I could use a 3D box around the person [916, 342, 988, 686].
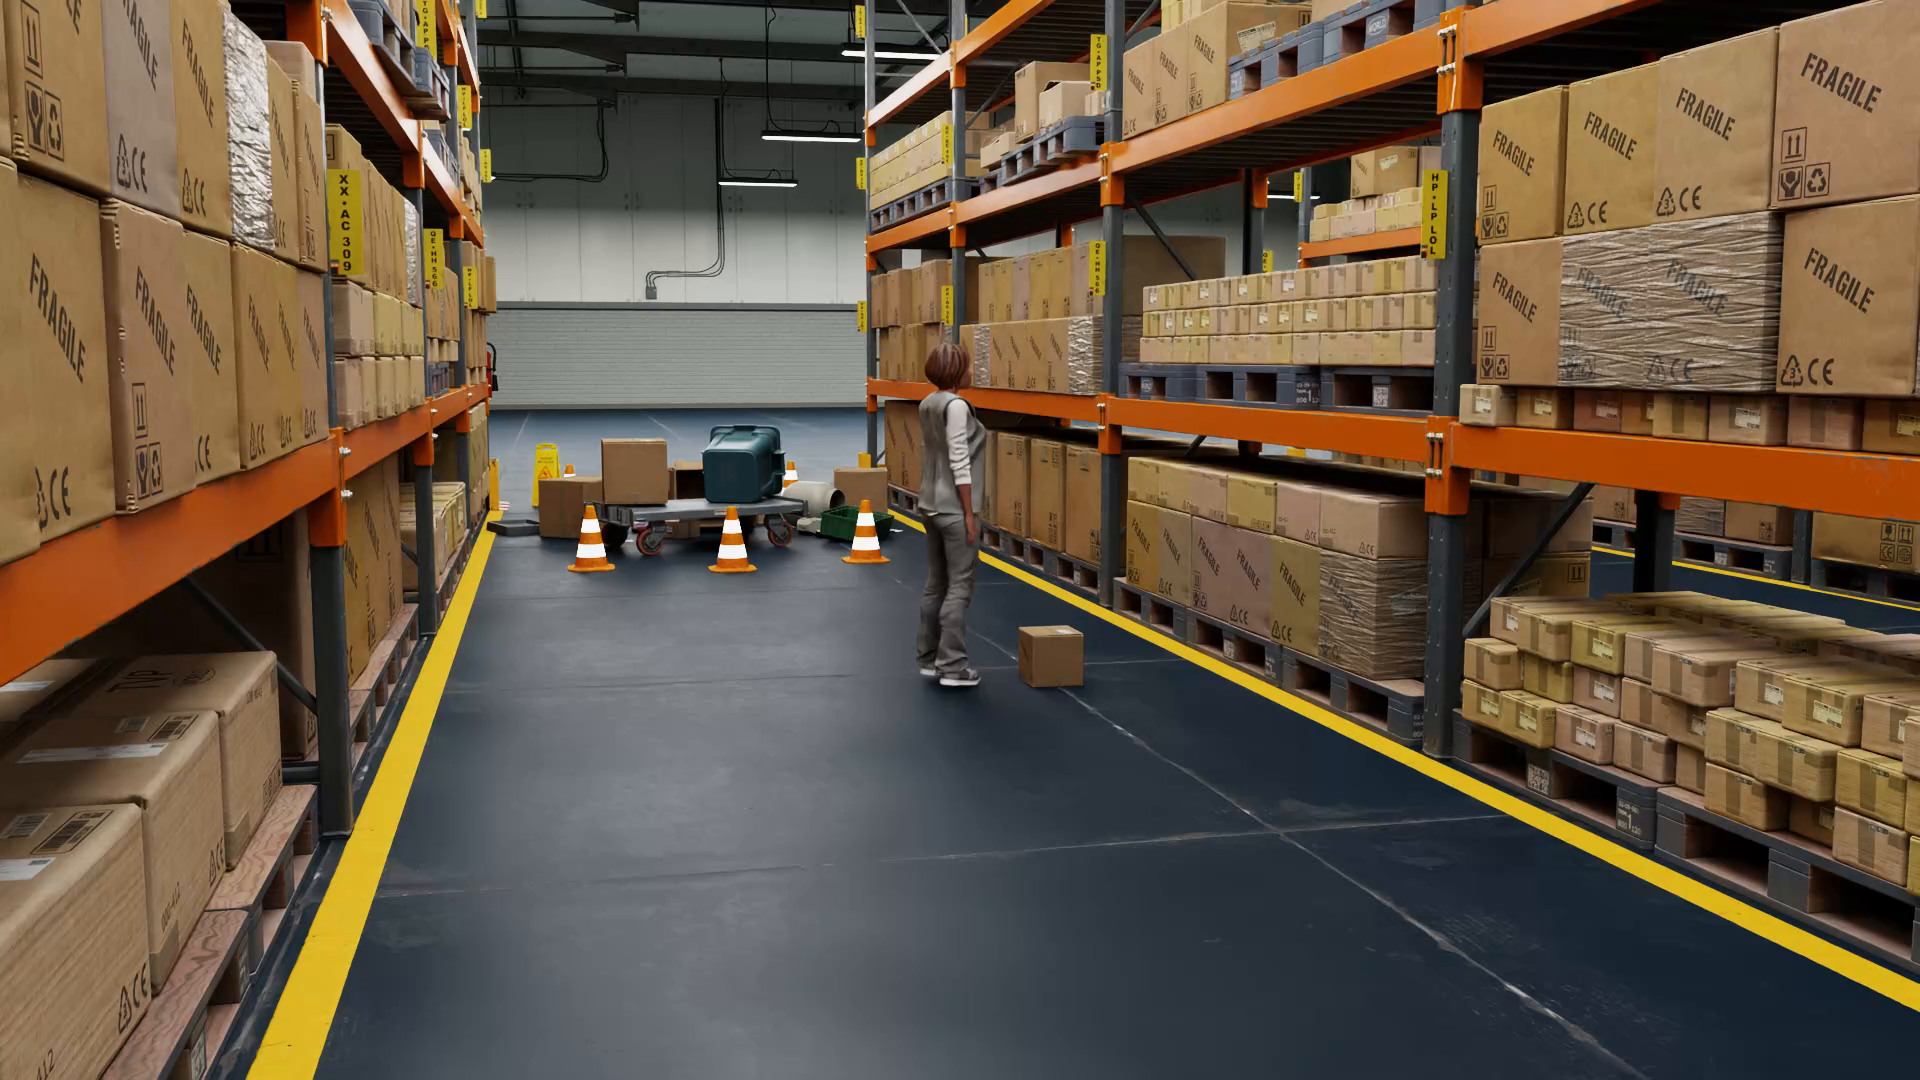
[{"bbox_3d":[-0.025,-0.116,7.787,0.328,1.612,0.454,-3,7,-24],"label":"person"}]
